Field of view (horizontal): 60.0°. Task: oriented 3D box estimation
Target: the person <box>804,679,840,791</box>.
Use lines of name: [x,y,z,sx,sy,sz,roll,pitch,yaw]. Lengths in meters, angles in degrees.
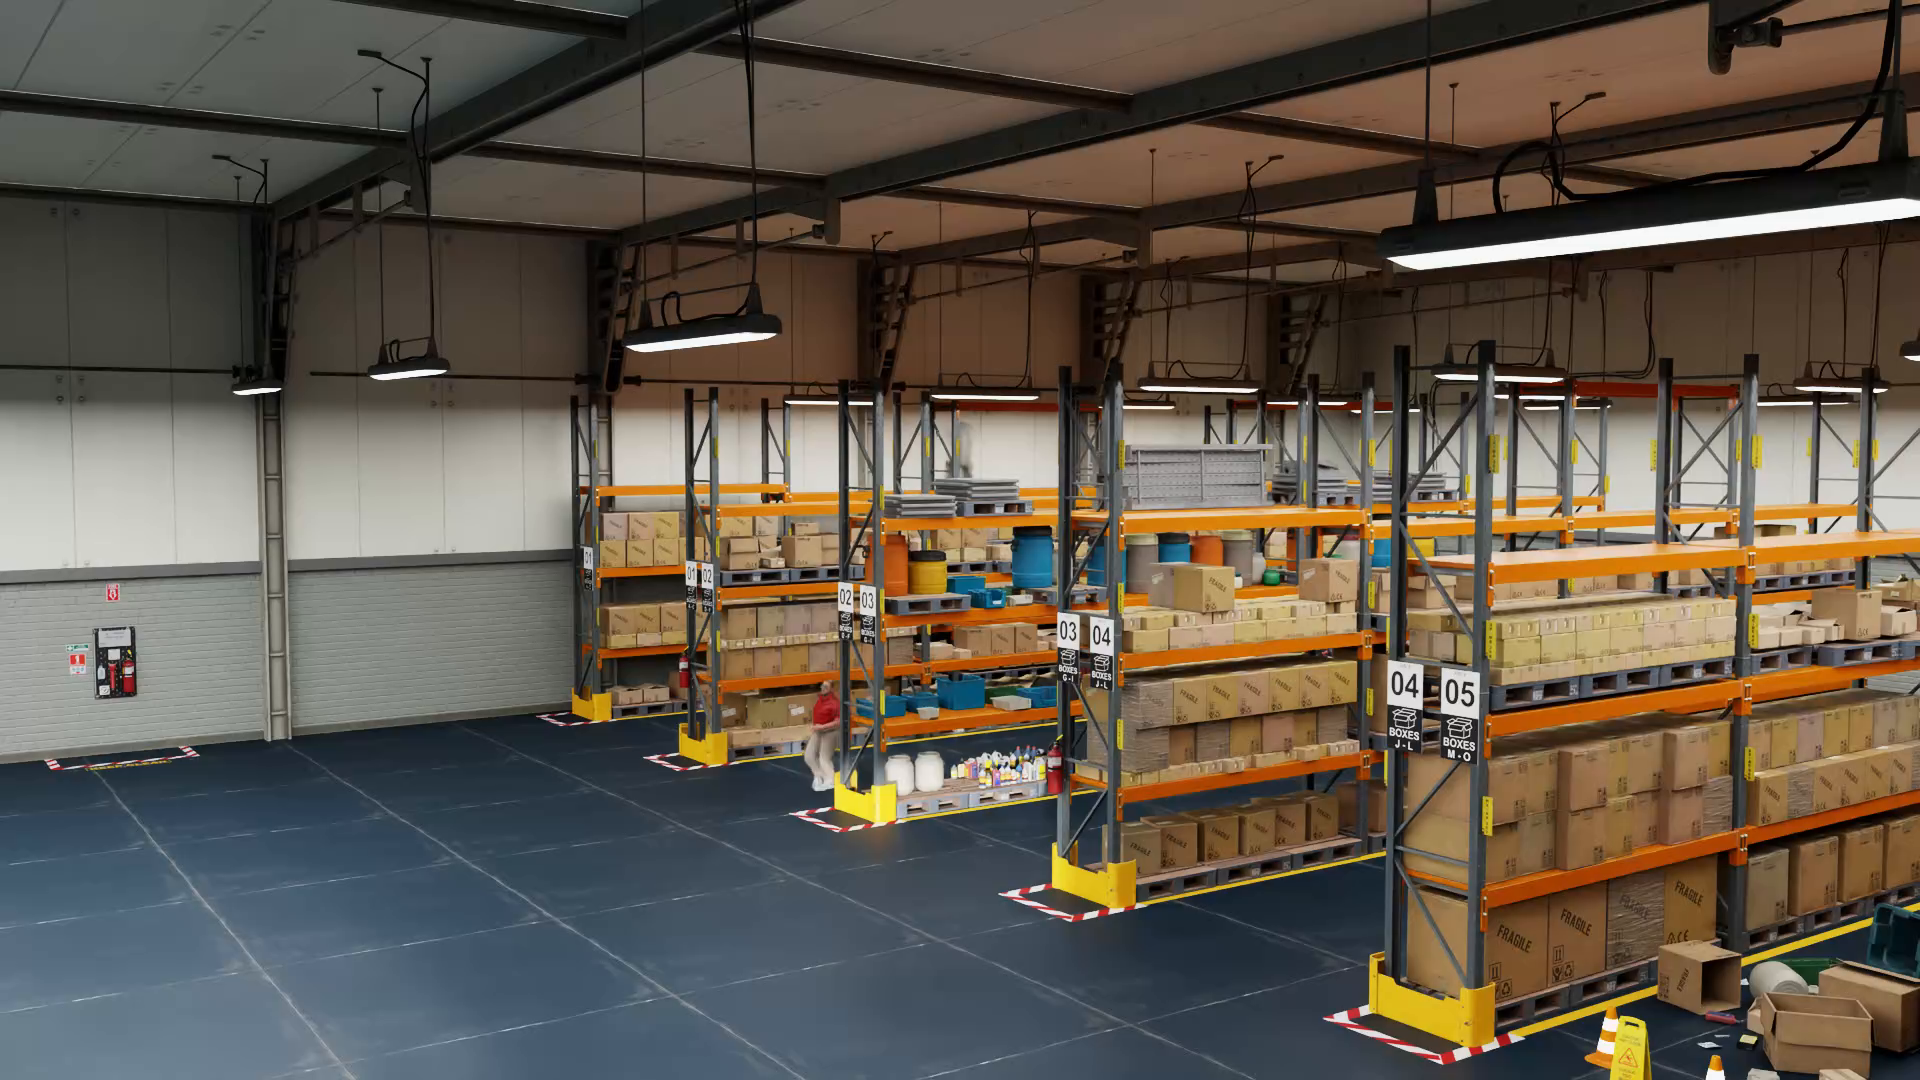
person: [-1.972,2.873,24.313,0.651,1.709,0.612,3,4,39]
